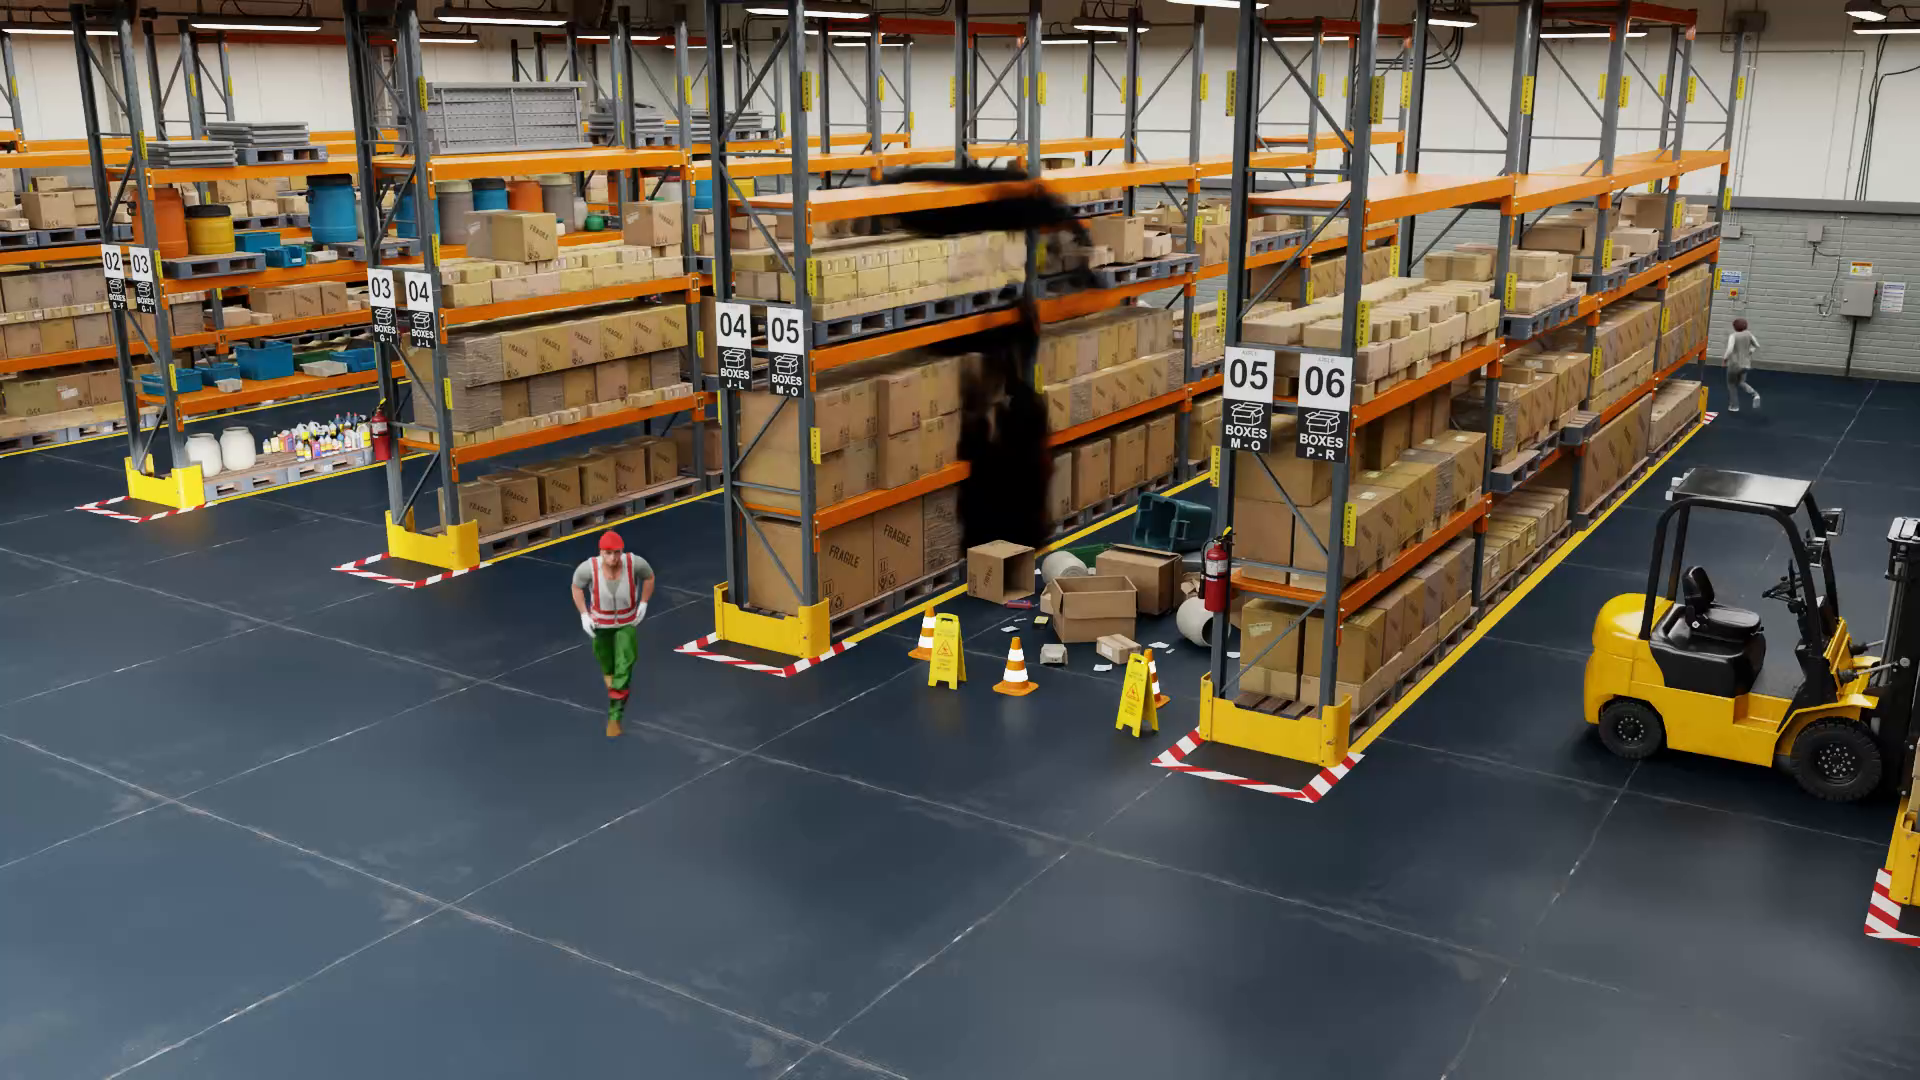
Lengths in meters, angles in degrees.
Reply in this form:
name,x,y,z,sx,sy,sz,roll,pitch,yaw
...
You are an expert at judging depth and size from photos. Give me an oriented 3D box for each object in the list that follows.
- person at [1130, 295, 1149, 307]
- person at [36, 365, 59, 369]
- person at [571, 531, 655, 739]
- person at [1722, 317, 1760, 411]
name,x,y,z,sx,sy,sz,roll,pitch,yaw
person,2.948,-3.440,28.290,0.686,1.828,0.851,8,17,26
person,-14.351,-2.790,26.242,0.613,1.695,0.835,9,18,28
person,-2.835,0.680,13.656,0.666,1.726,0.974,-5,16,-18
person,12.262,-2.744,26.211,0.595,1.538,0.710,-3,16,-11
